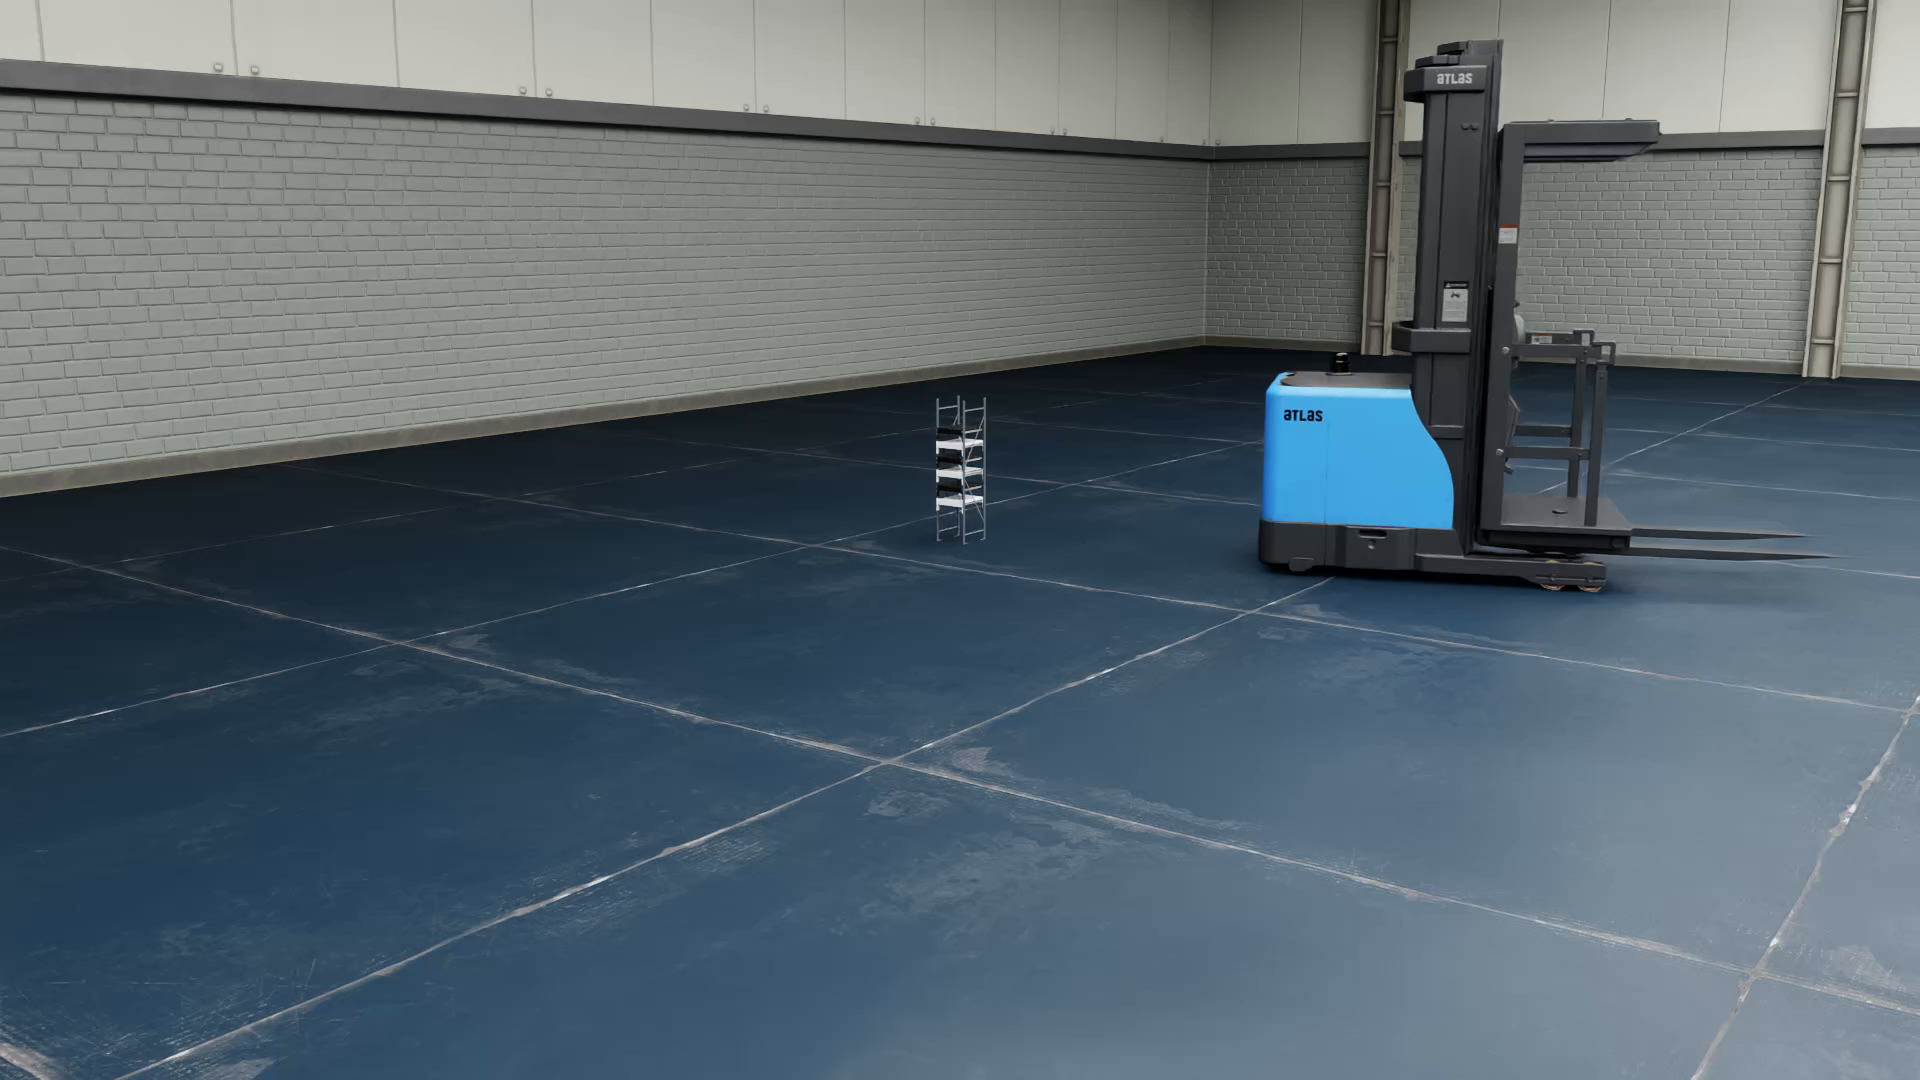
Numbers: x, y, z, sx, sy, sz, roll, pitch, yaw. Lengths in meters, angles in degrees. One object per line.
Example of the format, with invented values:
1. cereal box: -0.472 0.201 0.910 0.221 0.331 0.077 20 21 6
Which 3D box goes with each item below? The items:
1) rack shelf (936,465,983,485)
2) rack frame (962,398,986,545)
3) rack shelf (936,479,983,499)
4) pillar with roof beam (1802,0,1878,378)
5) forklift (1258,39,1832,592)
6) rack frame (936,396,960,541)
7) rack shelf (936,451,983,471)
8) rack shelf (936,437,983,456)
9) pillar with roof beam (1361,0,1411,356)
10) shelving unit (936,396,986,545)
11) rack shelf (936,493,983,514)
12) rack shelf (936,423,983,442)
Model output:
1. rack shelf: 0.007 -0.408 10.446 0.200 0.077 0.258 8 13 36
2. rack frame: 0.088 -0.429 10.380 0.006 0.900 0.240 8 13 36
3. rack shelf: 0.007 -0.320 10.463 0.200 0.077 0.258 8 13 36
4. pillar with roof beam: 8.533 -5.863 17.145 0.400 9.000 9.100 8 13 36
5. forklift: 3.289 -1.265 9.354 3.031 2.935 1.130 3 11 14
6. rack frame: -0.075 -0.452 10.499 0.006 0.900 0.240 8 13 36
7. rack shelf: 0.007 -0.497 10.429 0.200 0.077 0.258 8 13 36
8. rack shelf: 0.007 -0.585 10.412 0.200 0.077 0.258 8 13 36
9. pillar with roof beam: 3.697 -6.538 20.631 0.400 9.000 9.100 8 13 36
10. shelving unit: 0.007 -0.441 10.439 0.210 0.900 0.258 8 13 36
11. rack shelf: 0.007 -0.231 10.480 0.200 0.077 0.258 8 13 36
12. rack shelf: 0.007 -0.673 10.395 0.200 0.077 0.258 8 13 36
